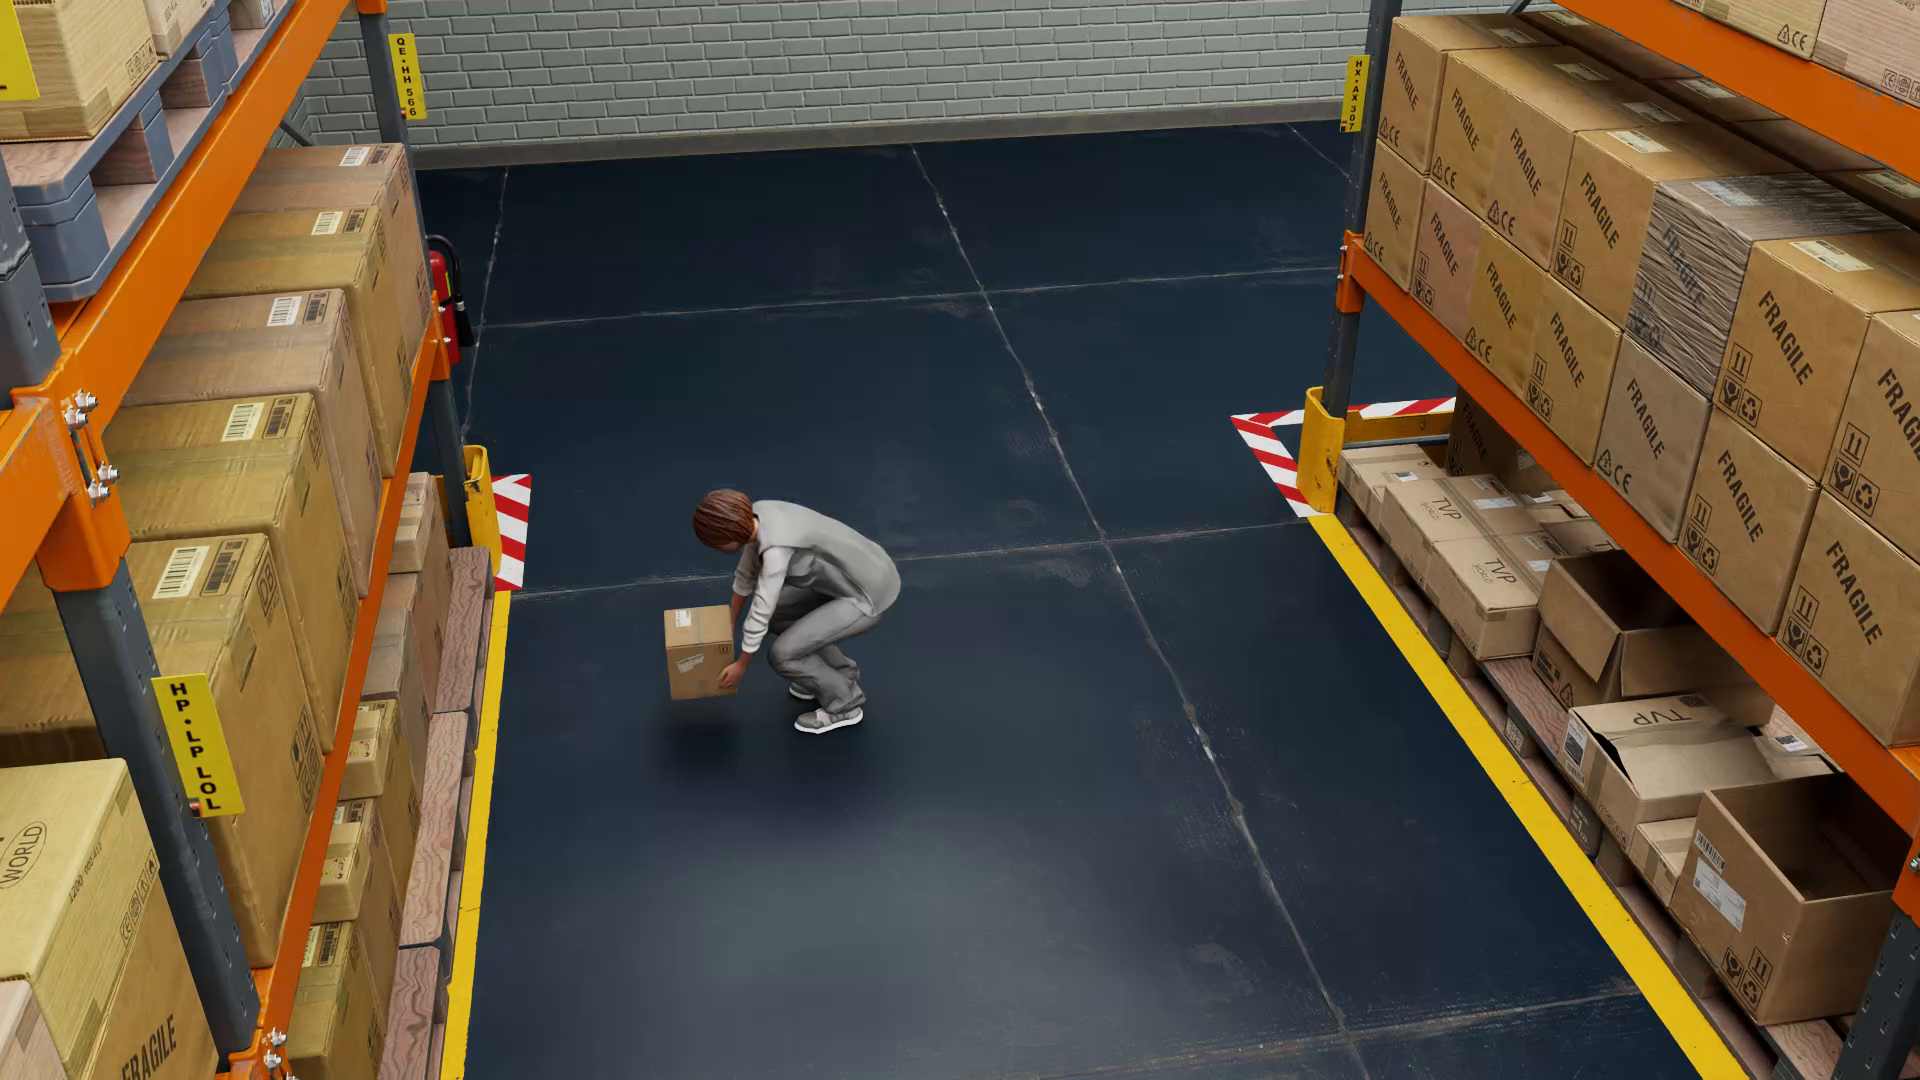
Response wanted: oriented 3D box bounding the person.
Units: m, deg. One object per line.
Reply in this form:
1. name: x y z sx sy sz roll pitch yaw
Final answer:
1. person: -0.595 0.250 6.285 0.757 1.025 0.457 -5 32 -9
